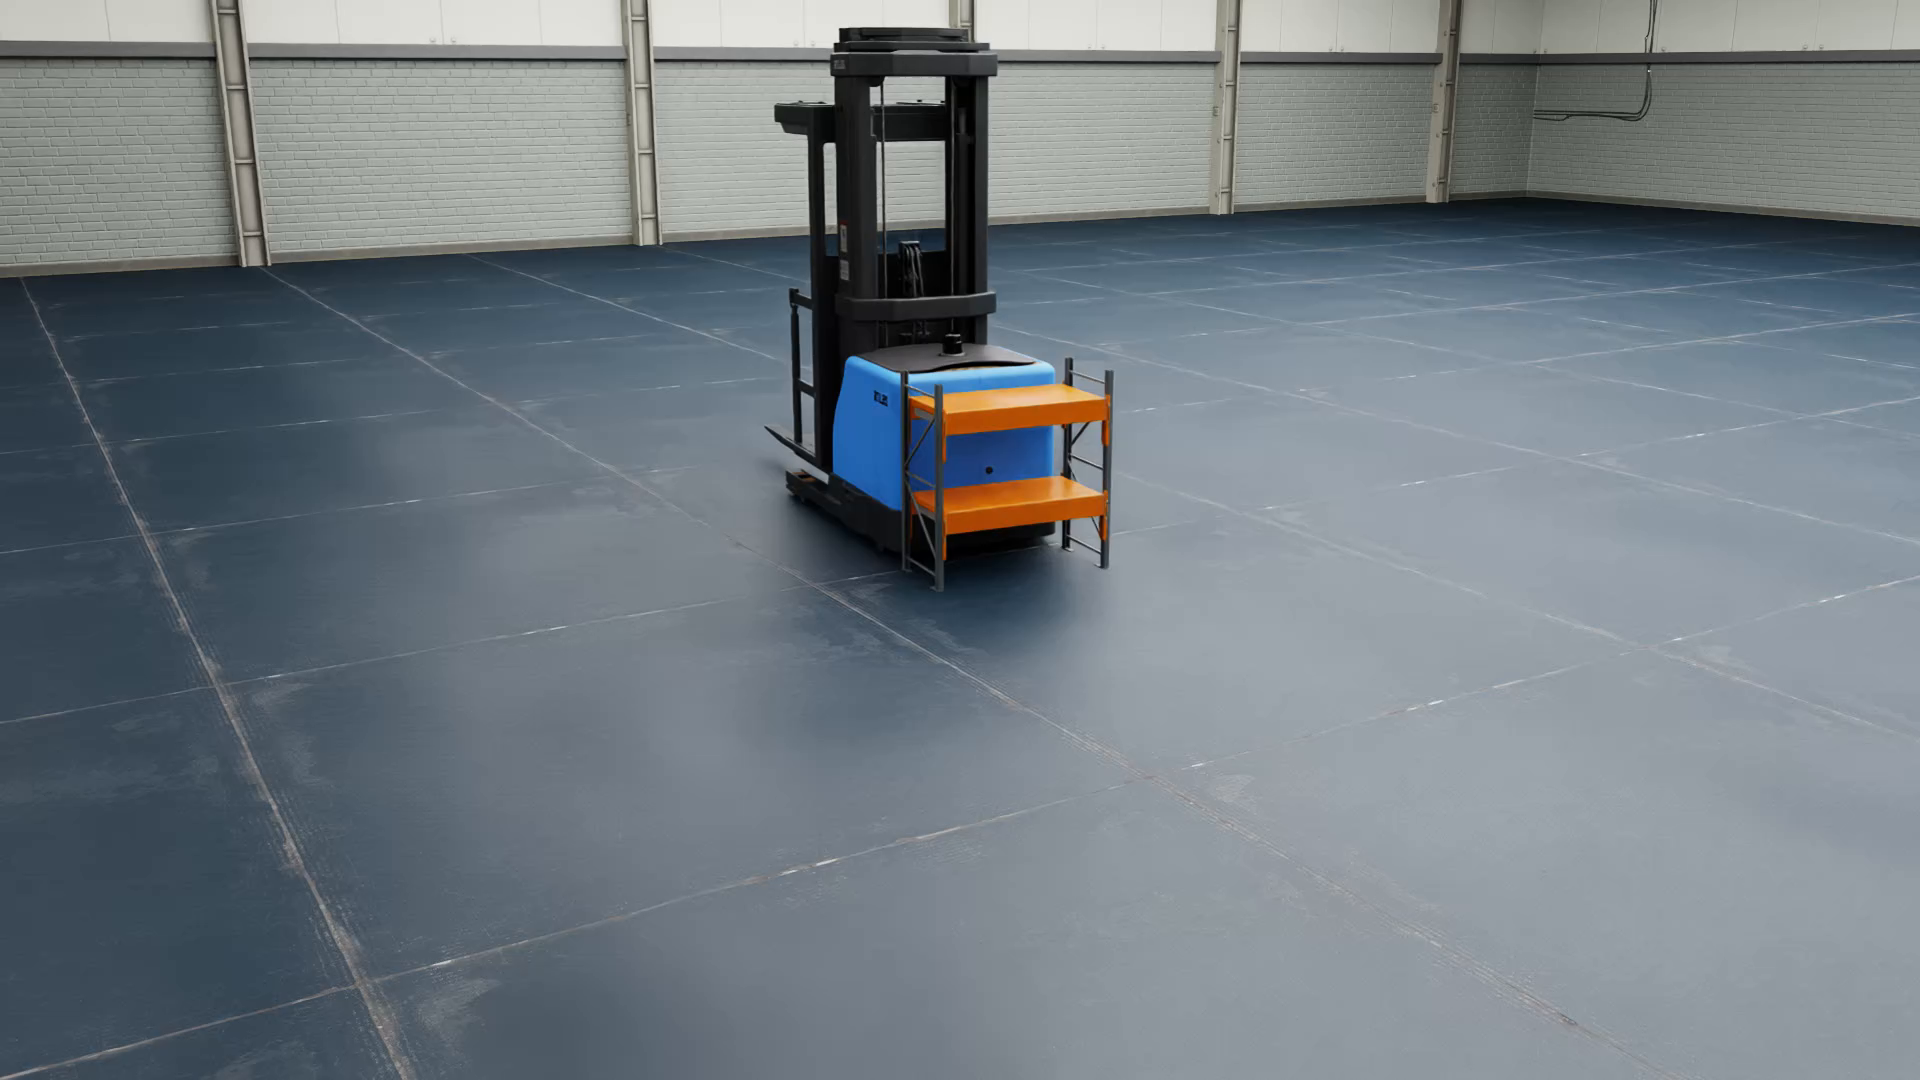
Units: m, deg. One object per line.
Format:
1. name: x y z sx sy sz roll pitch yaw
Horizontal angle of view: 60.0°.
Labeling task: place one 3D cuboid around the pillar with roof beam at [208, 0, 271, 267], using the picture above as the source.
1. pillar with roof beam: -8.020 -7.329 19.384 0.400 9.000 9.100 -9 18 -30

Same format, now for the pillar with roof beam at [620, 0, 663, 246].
1. pillar with roof beam: -2.877 -8.163 22.359 0.400 9.000 9.100 -9 18 -30

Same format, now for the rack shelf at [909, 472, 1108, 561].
1. rack shelf: 0.255 -0.142 9.240 1.000 0.278 0.538 -7 17 -24

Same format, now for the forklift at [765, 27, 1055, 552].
1. forklift: -0.496 -1.693 10.519 1.130 2.935 3.031 -7 17 -23

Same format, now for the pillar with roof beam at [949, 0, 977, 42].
1. pillar with roof beam: 2.267 -8.997 25.334 0.400 9.000 9.100 -9 18 -30

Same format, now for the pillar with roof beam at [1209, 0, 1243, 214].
1. pillar with roof beam: 7.410 -9.831 28.310 0.400 9.000 9.100 -9 18 -30

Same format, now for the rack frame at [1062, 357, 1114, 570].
1. rack frame: 0.716 -0.436 9.380 0.032 1.125 0.500 -7 17 -24

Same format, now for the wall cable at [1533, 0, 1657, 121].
1. wall cable: 13.542 -10.270 35.627 0.112 2.526 3.097 -9 18 -30

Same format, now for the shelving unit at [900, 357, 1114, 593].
1. shelving unit: 0.255 -0.378 9.174 1.048 1.125 0.538 -7 17 -24

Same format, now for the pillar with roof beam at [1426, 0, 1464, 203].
1. pillar with roof beam: 12.553 -10.665 31.285 0.400 9.000 9.100 -9 18 -30

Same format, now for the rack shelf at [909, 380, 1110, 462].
1. rack shelf: 0.255 -0.660 9.095 1.000 0.278 0.538 -7 17 -24

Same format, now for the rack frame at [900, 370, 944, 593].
1. rack frame: -0.206 -0.320 8.967 0.032 1.125 0.500 -7 17 -24
